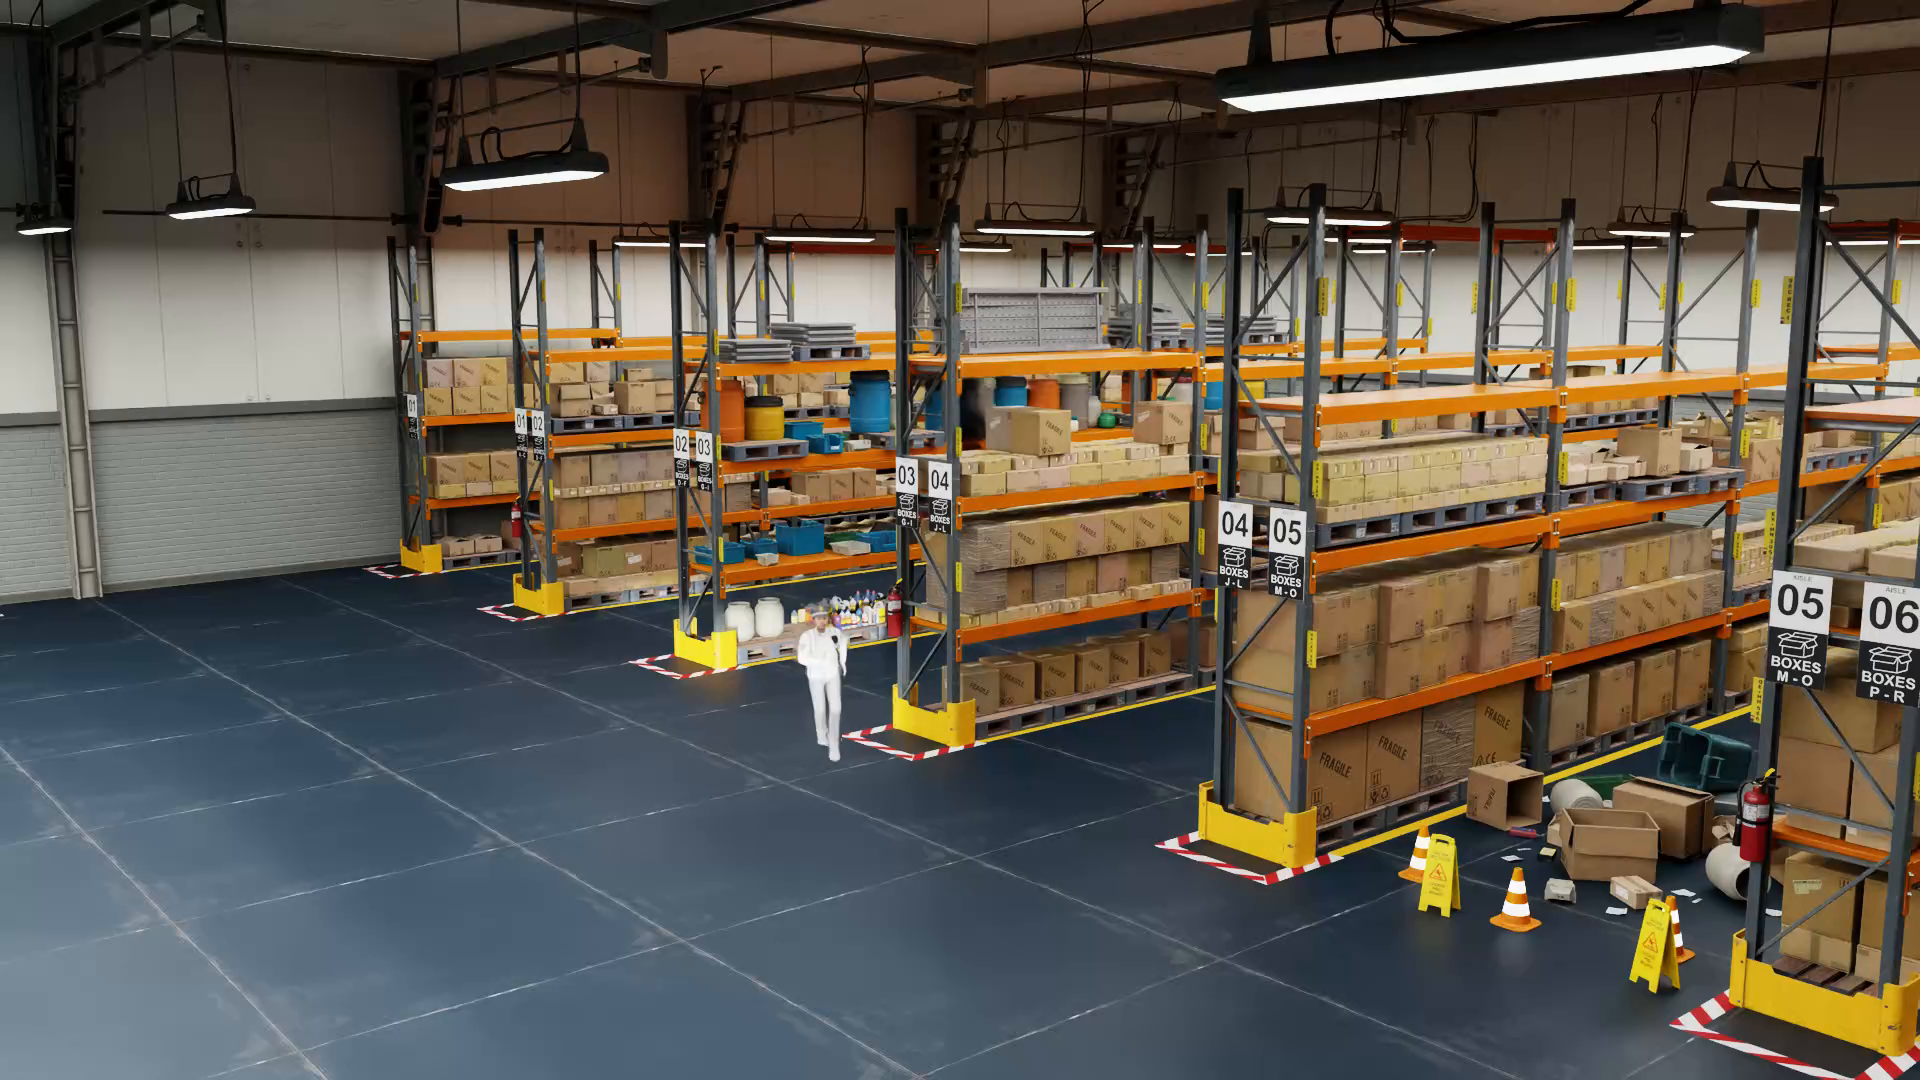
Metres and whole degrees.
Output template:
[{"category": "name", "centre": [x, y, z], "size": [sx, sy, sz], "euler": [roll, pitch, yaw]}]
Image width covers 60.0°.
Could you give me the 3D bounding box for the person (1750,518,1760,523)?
[{"category": "person", "centre": [11.956, 0.501, 25.079], "size": [0.543, 1.666, 0.599], "euler": [-6, 11, -35]}]

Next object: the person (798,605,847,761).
[{"category": "person", "centre": [-1.506, 1.551, 18.336], "size": [0.543, 1.738, 0.743], "euler": [-1, 9, -6]}]
